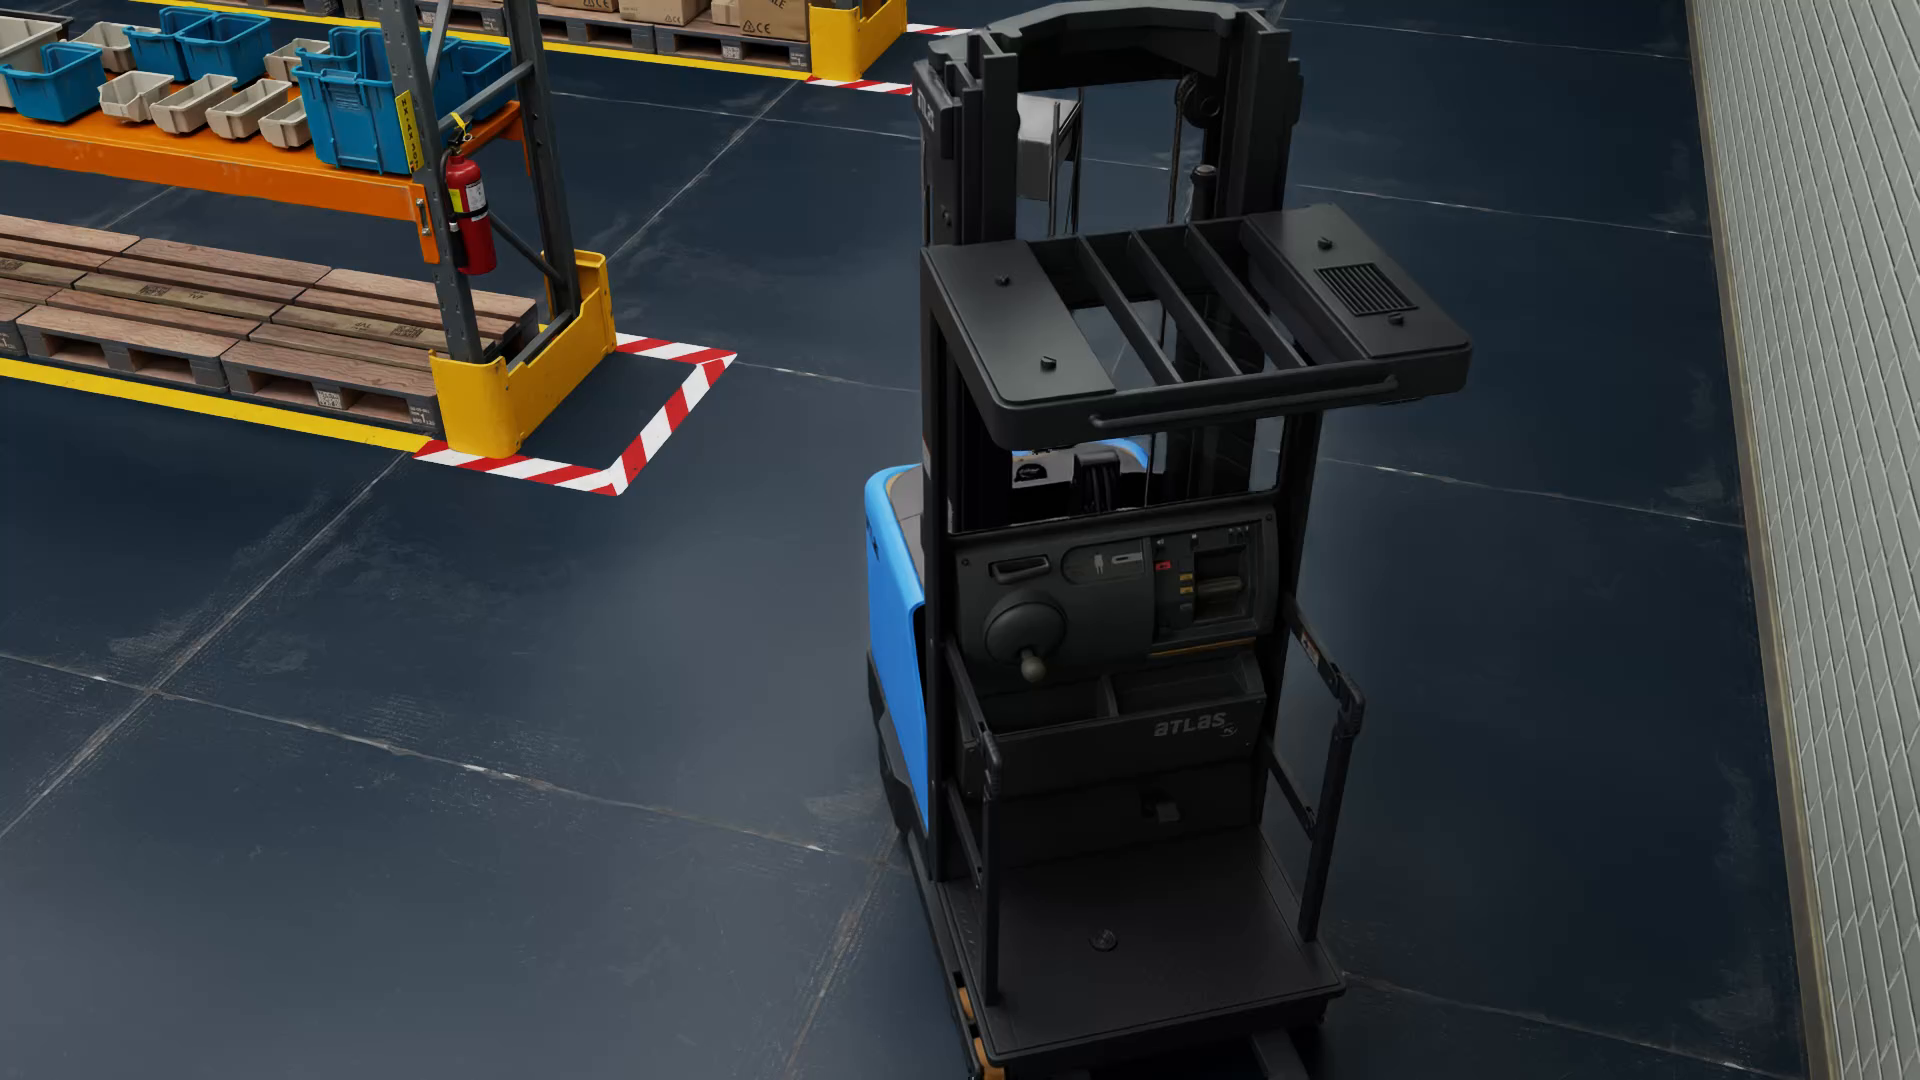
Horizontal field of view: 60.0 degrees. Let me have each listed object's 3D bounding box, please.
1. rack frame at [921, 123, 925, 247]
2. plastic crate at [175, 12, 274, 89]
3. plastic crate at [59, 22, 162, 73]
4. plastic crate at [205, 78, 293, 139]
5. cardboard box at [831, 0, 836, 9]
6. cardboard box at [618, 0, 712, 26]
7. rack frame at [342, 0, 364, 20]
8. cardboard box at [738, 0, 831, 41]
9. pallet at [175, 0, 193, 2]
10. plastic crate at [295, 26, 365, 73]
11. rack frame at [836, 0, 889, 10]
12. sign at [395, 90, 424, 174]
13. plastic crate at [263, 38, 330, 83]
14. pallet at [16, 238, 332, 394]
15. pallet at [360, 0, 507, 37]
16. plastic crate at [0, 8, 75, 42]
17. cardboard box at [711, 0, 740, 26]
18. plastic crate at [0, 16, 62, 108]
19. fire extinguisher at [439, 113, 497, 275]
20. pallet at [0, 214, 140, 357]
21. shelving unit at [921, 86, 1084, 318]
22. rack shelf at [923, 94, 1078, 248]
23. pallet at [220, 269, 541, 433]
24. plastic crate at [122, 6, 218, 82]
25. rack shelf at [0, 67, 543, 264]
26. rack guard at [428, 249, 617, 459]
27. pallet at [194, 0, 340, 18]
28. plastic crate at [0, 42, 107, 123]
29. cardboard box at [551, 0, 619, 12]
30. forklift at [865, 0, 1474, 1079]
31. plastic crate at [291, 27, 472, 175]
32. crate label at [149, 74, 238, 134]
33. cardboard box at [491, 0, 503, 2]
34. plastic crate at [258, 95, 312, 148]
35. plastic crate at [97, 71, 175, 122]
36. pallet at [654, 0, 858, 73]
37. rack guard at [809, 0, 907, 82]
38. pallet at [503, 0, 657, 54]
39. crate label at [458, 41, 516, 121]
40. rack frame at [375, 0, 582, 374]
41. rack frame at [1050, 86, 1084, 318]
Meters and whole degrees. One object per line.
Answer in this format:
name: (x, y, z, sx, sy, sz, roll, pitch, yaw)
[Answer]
rack frame: (-0.075, -0.860, 6.646, 0.015, 2.100, 0.400, 10, 38, 14)
plastic crate: (-3.518, -2.353, 8.007, 0.300, 0.233, 0.416, 10, 38, 14)
plastic crate: (-4.190, -2.421, 8.181, 0.466, 0.136, 0.293, 10, 38, 14)
plastic crate: (-3.229, -1.953, 7.544, 0.243, 0.136, 0.396, 10, 38, 14)
cardboard box: (-0.941, -4.033, 12.233, 0.250, 0.149, 0.380, 10, 38, 14)
cardboard box: (-2.134, -3.947, 12.031, 0.500, 0.250, 0.500, 10, 38, 14)
rack frame: (-4.461, -5.443, 12.114, 0.127, 3.000, 1.000, 10, 38, 14)
cardboard box: (-1.236, -3.863, 11.705, 0.500, 0.500, 0.500, 10, 38, 14)
pallet: (-6.417, -4.656, 13.399, 1.213, 0.211, 1.003, 10, 38, 14)
plastic crate: (-2.890, -2.237, 7.849, 0.300, 0.233, 0.416, 10, 38, 14)
rack frame: (-0.643, -4.736, 11.154, 0.127, 3.000, 1.000, 10, 38, 14)
sign: (-2.273, -1.685, 6.872, 0.005, 0.325, 0.100, 10, 38, 14)
plastic crate: (-3.190, -2.305, 8.023, 0.298, 0.136, 0.250, 10, 38, 14)
pallet: (-4.060, -1.195, 8.696, 1.213, 0.211, 1.003, 10, 38, 14)
pallet: (-3.806, -4.198, 12.775, 1.213, 0.211, 1.003, 10, 38, 14)
plastic crate: (-4.794, -2.508, 8.309, 0.590, 0.125, 0.437, 10, 38, 14)
cardboard box: (-1.596, -3.851, 11.971, 0.250, 0.166, 0.380, 10, 38, 14)
plastic crate: (-4.539, -2.243, 7.816, 0.530, 0.282, 0.437, 10, 38, 14)
fire extinguisher: (-2.116, -1.469, 7.095, 0.183, 0.674, 0.296, 10, 38, 14)
pallet: (-5.229, -1.410, 8.987, 1.213, 0.211, 1.003, 10, 38, 14)
shelving unit: (0.158, -0.816, 6.588, 0.503, 2.100, 0.431, 10, 38, 14)
rack shelf: (0.158, -1.369, 6.181, 0.480, 0.518, 0.431, 10, 38, 14)
pallet: (-2.900, -0.978, 8.401, 1.213, 0.211, 1.003, 10, 38, 14)
plastic crate: (-3.805, -2.406, 8.079, 0.300, 0.233, 0.416, 10, 38, 14)
rack shelf: (-4.033, -1.997, 8.040, 4.000, 0.370, 1.077, 10, 38, 14)
rack guard: (-2.097, -0.930, 8.092, 0.348, 0.500, 1.175, 10, 38, 14)
pallet: (-5.249, -4.442, 13.107, 1.213, 0.211, 1.003, 10, 38, 14)
plastic crate: (-4.161, -2.108, 7.675, 0.300, 0.233, 0.416, 10, 38, 14)
cardboard box: (-2.667, -4.285, 12.277, 0.637, 0.503, 0.797, 10, 38, 14)
forklift: (0.500, 0.219, 4.479, 1.130, 2.935, 3.031, -8, 37, -11)
plastic crate: (-2.499, -1.926, 7.255, 0.499, 0.435, 0.616, 10, 38, 14)
crate label: (-3.502, -1.988, 7.593, 0.243, 0.136, 0.396, 10, 38, 14)
cardboard box: (-3.297, -4.135, 12.357, 0.250, 0.166, 0.380, 10, 38, 14)
plastic crate: (-2.956, -1.893, 7.464, 0.243, 0.136, 0.396, 10, 38, 14)
plastic crate: (-3.790, -2.030, 7.649, 0.250, 0.136, 0.298, 10, 38, 14)
pallet: (-1.477, -3.766, 12.189, 1.213, 0.211, 1.003, 10, 38, 14)
rack guard: (-0.716, -3.742, 11.913, 0.348, 0.500, 1.175, 10, 38, 14)
pallet: (-2.638, -3.983, 12.484, 1.213, 0.211, 1.003, 10, 38, 14)
crate label: (-2.261, -2.120, 7.691, 0.303, 0.233, 0.416, 10, 38, 14)
rack frame: (-2.124, -1.934, 7.347, 0.127, 3.000, 1.000, 10, 38, 14)
rack frame: (0.391, -0.773, 6.529, 0.015, 2.100, 0.400, 10, 38, 14)
